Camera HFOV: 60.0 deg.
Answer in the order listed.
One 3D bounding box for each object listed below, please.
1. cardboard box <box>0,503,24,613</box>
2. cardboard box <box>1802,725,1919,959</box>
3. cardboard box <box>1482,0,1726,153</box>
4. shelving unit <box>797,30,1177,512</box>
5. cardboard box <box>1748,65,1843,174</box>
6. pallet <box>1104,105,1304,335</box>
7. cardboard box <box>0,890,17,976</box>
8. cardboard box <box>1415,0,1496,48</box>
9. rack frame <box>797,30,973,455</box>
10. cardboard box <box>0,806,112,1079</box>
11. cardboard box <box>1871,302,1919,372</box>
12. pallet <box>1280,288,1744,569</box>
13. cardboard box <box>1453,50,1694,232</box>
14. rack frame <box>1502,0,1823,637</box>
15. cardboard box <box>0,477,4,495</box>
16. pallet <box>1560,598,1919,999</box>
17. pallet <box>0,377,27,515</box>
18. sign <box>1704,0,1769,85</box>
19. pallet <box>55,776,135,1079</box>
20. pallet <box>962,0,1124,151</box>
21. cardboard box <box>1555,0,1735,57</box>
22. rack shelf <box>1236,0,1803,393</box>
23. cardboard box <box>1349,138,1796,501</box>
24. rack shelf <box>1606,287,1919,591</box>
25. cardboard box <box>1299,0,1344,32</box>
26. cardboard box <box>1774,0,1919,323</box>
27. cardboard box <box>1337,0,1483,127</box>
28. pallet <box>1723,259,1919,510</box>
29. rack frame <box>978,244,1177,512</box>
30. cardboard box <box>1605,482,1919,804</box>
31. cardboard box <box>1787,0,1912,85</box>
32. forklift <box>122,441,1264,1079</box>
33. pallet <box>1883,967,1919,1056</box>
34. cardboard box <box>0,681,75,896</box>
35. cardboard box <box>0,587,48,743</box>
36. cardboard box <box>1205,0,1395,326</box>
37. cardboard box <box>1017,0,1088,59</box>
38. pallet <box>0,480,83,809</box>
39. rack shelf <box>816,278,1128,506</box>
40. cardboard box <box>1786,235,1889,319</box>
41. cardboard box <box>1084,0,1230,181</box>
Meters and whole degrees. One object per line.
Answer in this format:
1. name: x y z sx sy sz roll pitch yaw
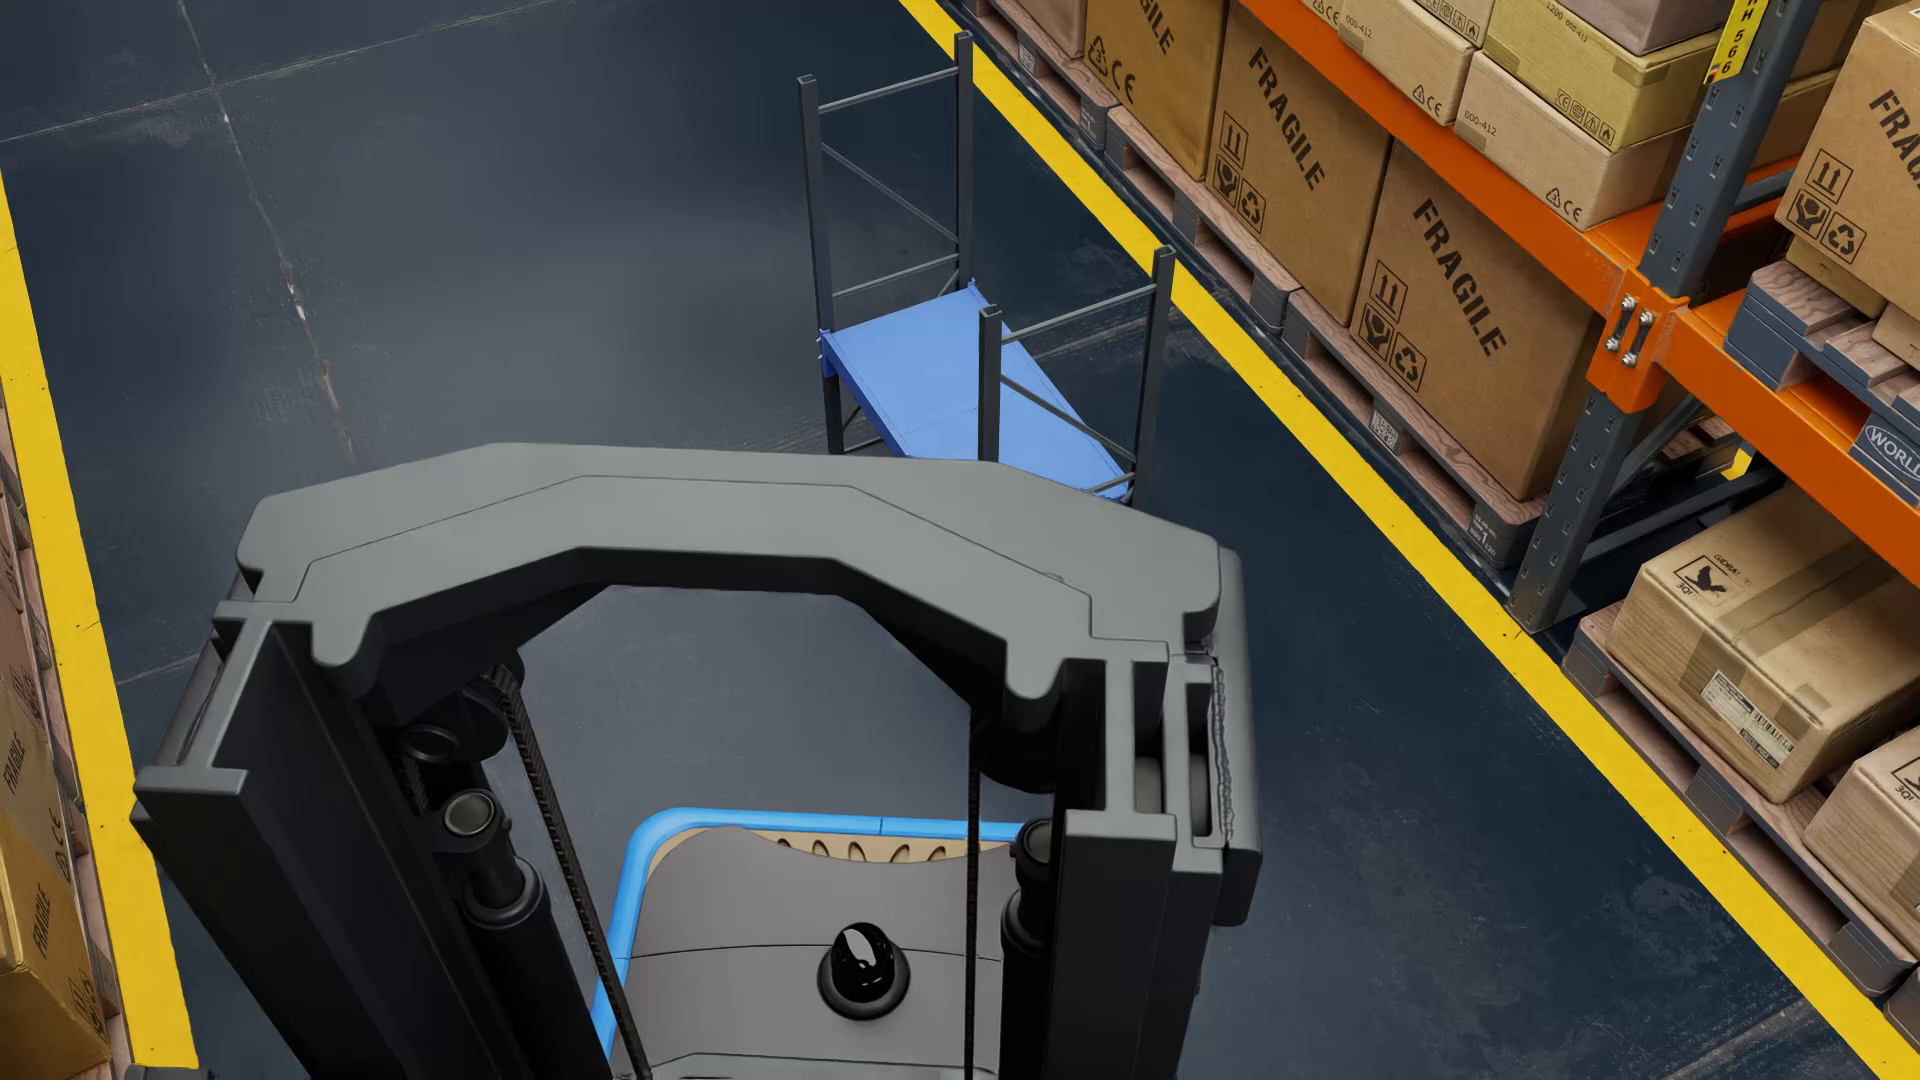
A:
1. cardboard box: -3.031 -0.032 4.667 0.500 0.500 0.500 -22 52 -18
2. cardboard box: 2.721 0.690 4.120 0.950 0.372 0.625 -22 52 -18
3. cardboard box: 1.679 -1.261 4.128 0.500 0.250 0.500 -21 52 -18
4. shelving unit: 0.039 -0.437 4.636 0.538 1.500 1.048 -21 52 -18
5. cardboard box: 2.126 -1.274 4.471 0.500 0.250 0.500 -22 52 -18
6. pallet: 1.278 -1.360 6.299 1.003 0.211 1.213 -21 52 -18
7. cardboard box: -2.329 0.756 3.479 0.500 0.250 0.500 -23 53 -19
8. cardboard box: 1.441 -1.603 4.427 0.500 0.250 0.500 -22 53 -18
9. rack frame: -0.194 -0.777 4.933 0.500 1.500 0.032 -21 52 -18
10. cardboard box: -2.326 0.987 3.776 0.500 0.500 0.500 -23 53 -19
11. cardboard box: 2.209 -0.482 3.567 0.380 0.149 0.250 -24 53 -20
12. pallet: 1.832 -0.545 5.586 1.003 0.211 1.213 -21 52 -18
13. cardboard box: 1.664 -1.109 4.327 0.500 0.250 0.500 -23 53 -19
14. rack frame: 2.126 -0.909 4.052 1.000 3.000 0.127 -21 52 -18
15. cardboard box: -3.262 -0.377 4.969 0.500 0.500 0.500 -22 52 -18
16. pallet: 2.482 0.532 4.644 1.003 0.211 1.213 -21 52 -18
17. pallet: -3.702 -0.375 5.438 1.003 0.211 1.213 -21 52 -18
18. sign: 1.634 -1.097 3.447 0.100 0.325 0.005 -21 52 -18
19. pallet: -2.585 1.258 4.009 1.003 0.211 1.213 -21 52 -18
20. pallet: 0.716 -2.178 7.014 1.003 0.211 1.213 -21 52 -18
21. cardboard box: 1.657 -1.527 3.862 0.500 0.500 0.500 -22 53 -18
22. rack shelf: 1.211 -2.011 5.494 1.077 0.370 4.000 -21 52 -18
23. cardboard box: 1.884 -0.839 5.123 0.875 0.875 0.875 -22 52 -18
24. rack shelf: 3.041 0.666 3.152 1.077 0.370 4.000 -21 52 -18
25. cardboard box: 1.200 -1.788 4.921 0.500 0.250 0.500 -22 52 -18
26. cardboard box: 2.126 -0.797 3.412 0.500 0.500 0.500 -23 53 -19
27. cardboard box: 1.416 -1.445 4.621 0.500 0.250 0.500 -20 52 -17
28. pallet: 2.547 -0.406 3.739 1.213 0.211 1.003 -21 52 -18
29. rack frame: 0.272 -0.096 4.338 0.500 1.500 0.032 -21 52 -18
30. cardboard box: 2.376 0.199 4.550 0.950 0.372 0.625 -24 53 -20
31. cardboard box: 2.114 -1.449 4.292 0.500 0.250 0.500 -22 52 -18
32. forklift: -0.240 1.410 2.070 1.130 2.935 3.031 2 49 2
33. pallet: 3.037 1.348 3.931 1.003 0.211 1.213 -21 52 -18
34. cardboard box: -2.559 0.652 4.069 0.500 0.500 0.500 -21 52 -17
35. cardboard box: -2.798 0.310 4.368 0.500 0.500 0.500 -22 53 -18
36. cardboard box: 1.480 -1.437 5.647 0.875 0.875 0.875 -21 52 -17
37. cardboard box: 0.651 -2.638 6.697 0.875 0.875 0.875 -20 52 -16
38. pallet: -3.140 0.443 4.723 1.003 0.211 1.213 -21 52 -18
39. rack shelf: 0.039 -0.318 4.771 0.538 0.185 1.000 -21 52 -18
40. cardboard box: 2.110 -0.683 3.743 0.380 0.149 0.250 -24 53 -20
41. cardboard box: 1.071 -2.036 6.170 0.875 0.875 0.875 -20 52 -16
